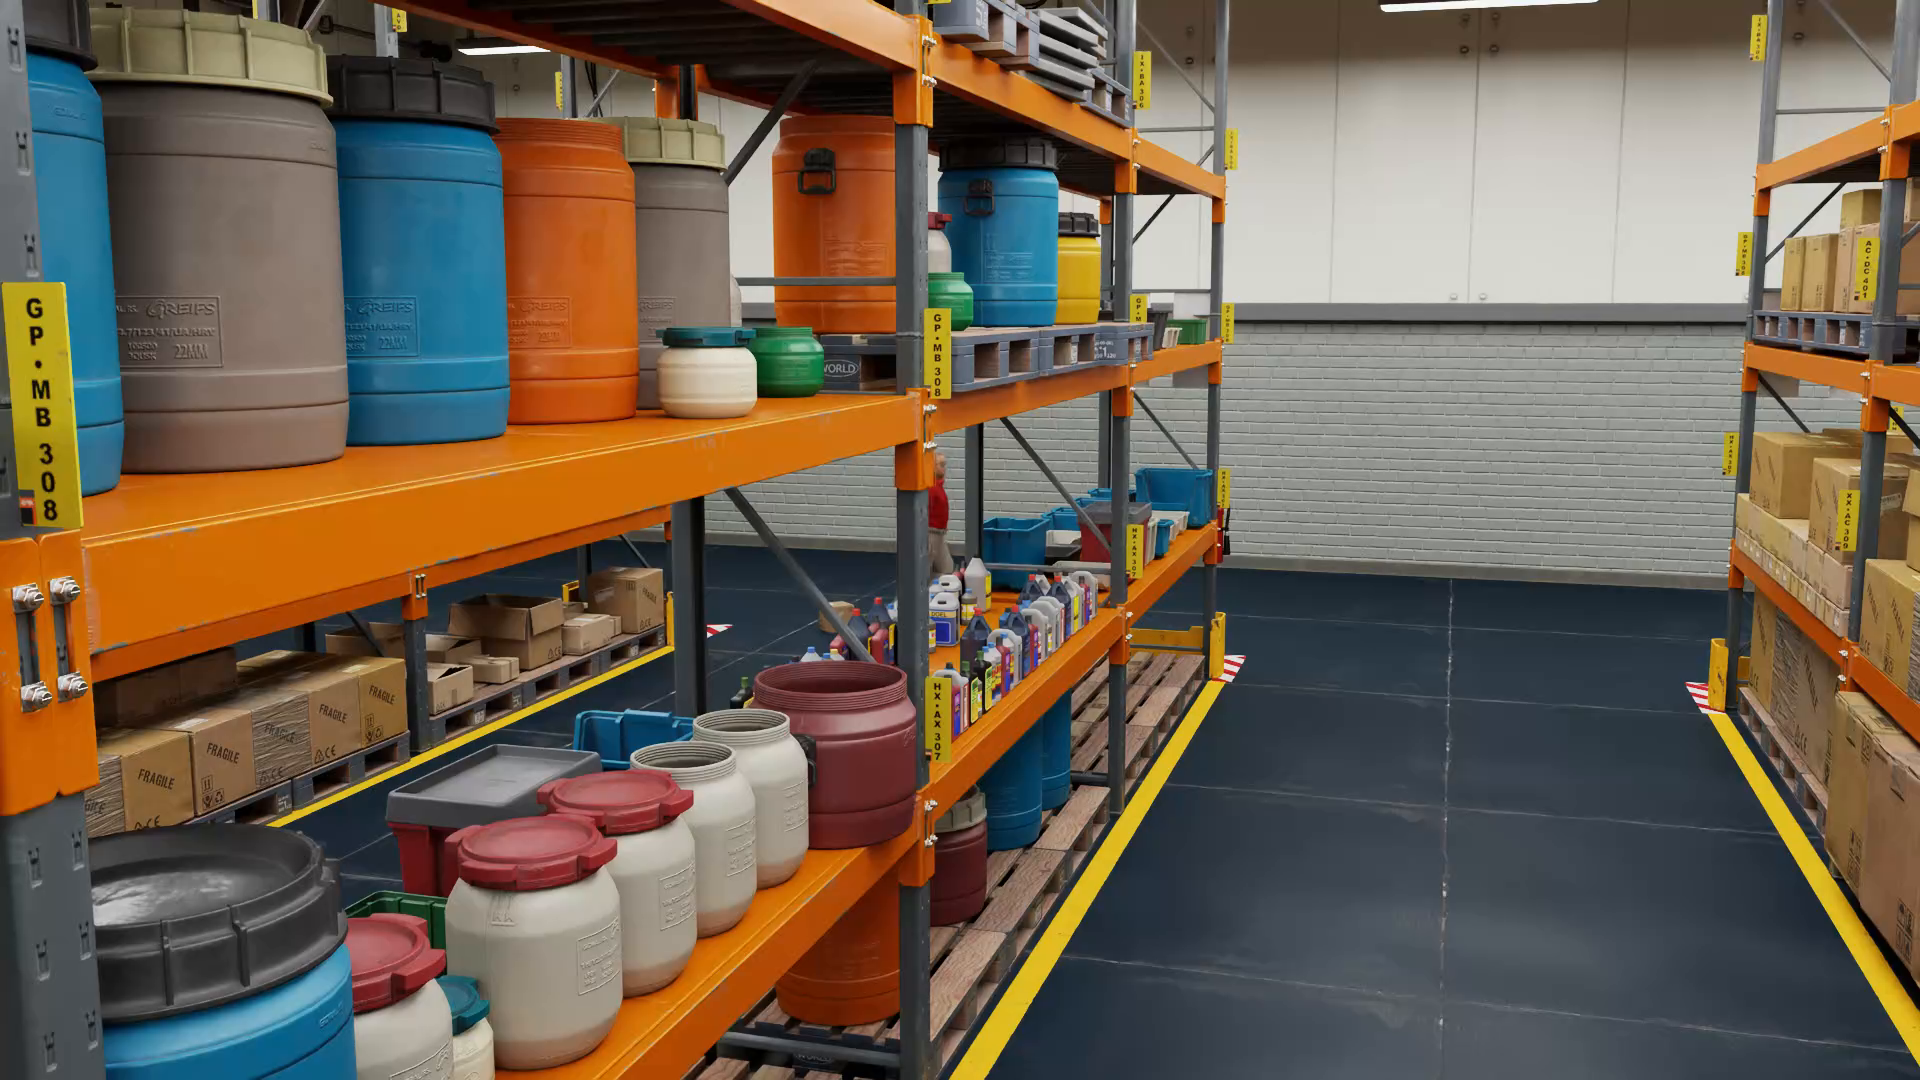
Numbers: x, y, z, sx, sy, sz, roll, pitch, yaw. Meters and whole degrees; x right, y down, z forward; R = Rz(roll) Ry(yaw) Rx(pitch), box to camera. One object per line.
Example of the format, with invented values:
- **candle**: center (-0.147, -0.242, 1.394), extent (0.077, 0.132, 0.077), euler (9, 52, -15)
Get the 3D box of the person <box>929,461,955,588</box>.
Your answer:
- **person**: center (-0.310, 0.014, 15.758), extent (0.483, 1.539, 0.425), euler (2, 8, 10)
